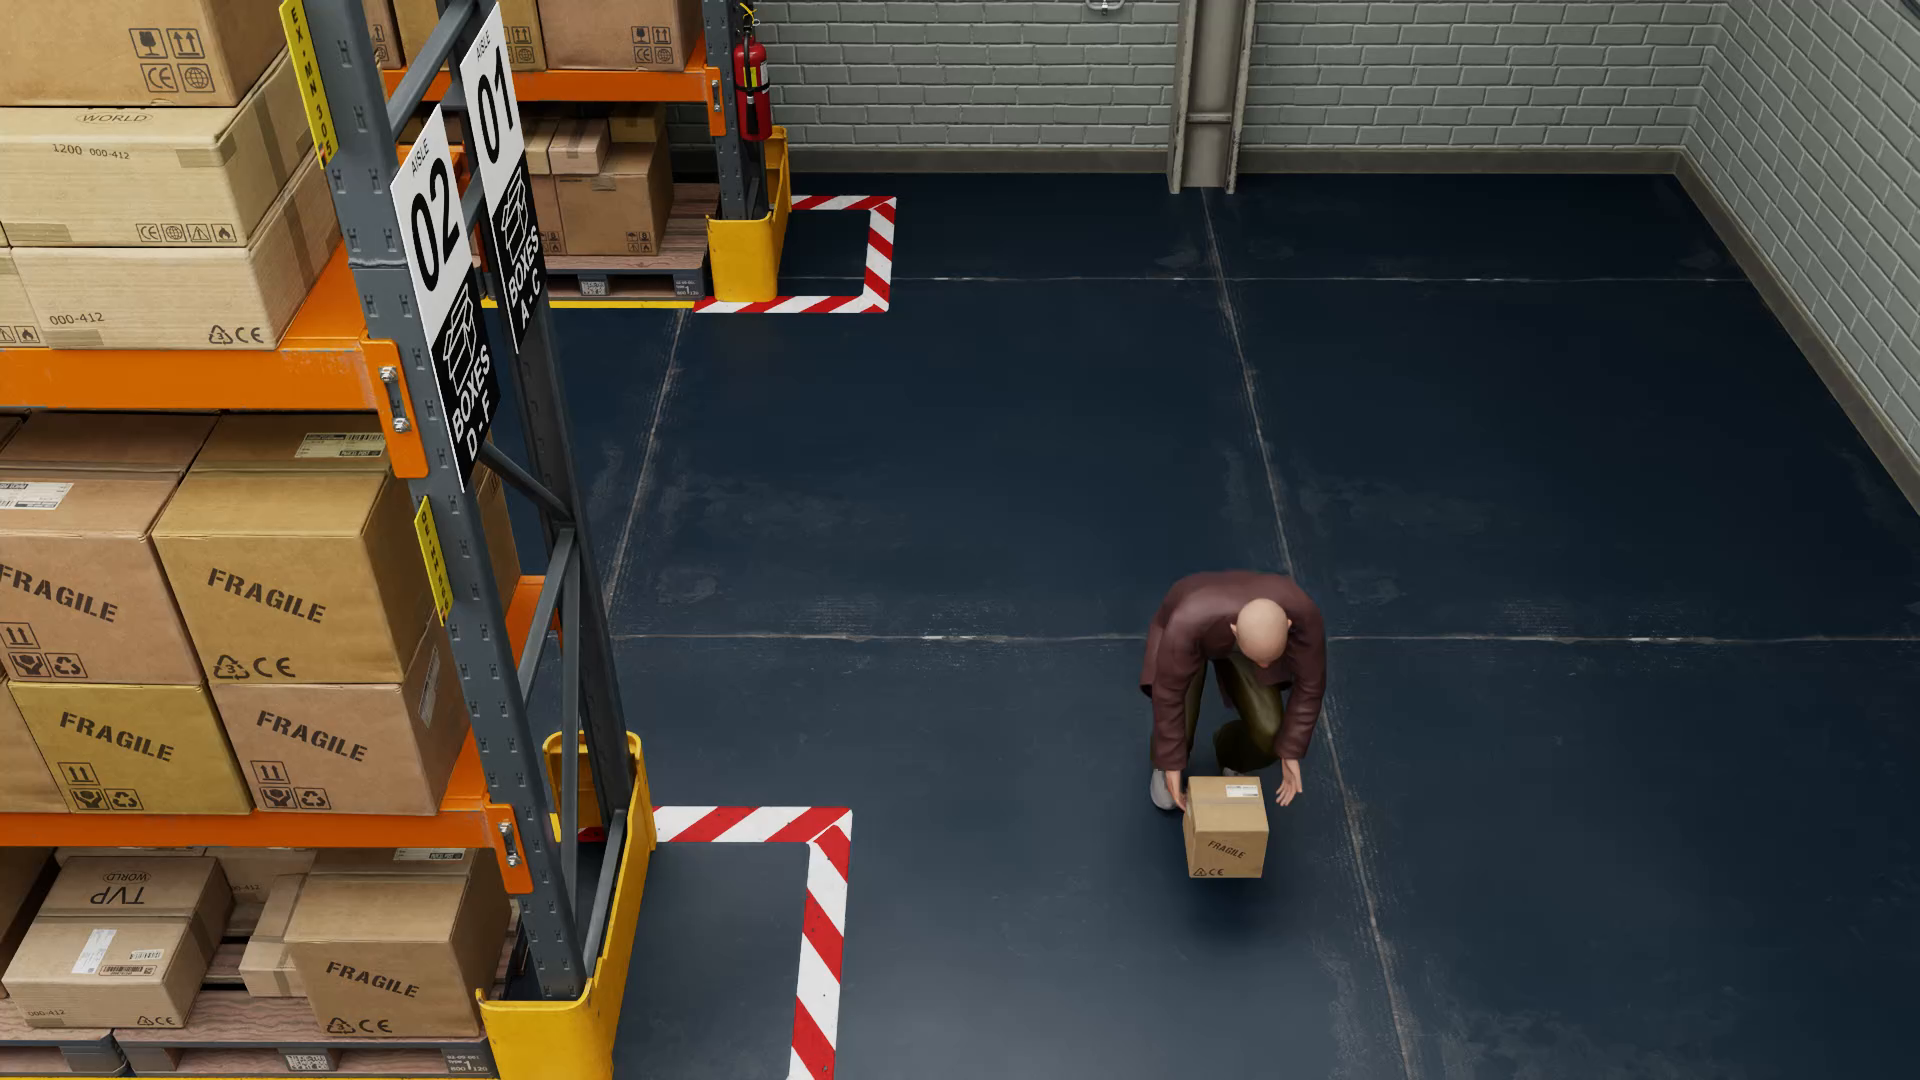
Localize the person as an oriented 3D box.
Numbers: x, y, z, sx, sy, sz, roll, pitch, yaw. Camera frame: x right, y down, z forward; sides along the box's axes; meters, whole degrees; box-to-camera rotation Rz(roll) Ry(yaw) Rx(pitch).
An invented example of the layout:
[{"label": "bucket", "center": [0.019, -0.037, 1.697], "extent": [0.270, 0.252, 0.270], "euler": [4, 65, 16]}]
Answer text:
[{"label": "person", "center": [0.963, 0.499, 5.994], "extent": [0.629, 1.221, 0.809], "euler": [0, 39, 0]}]
